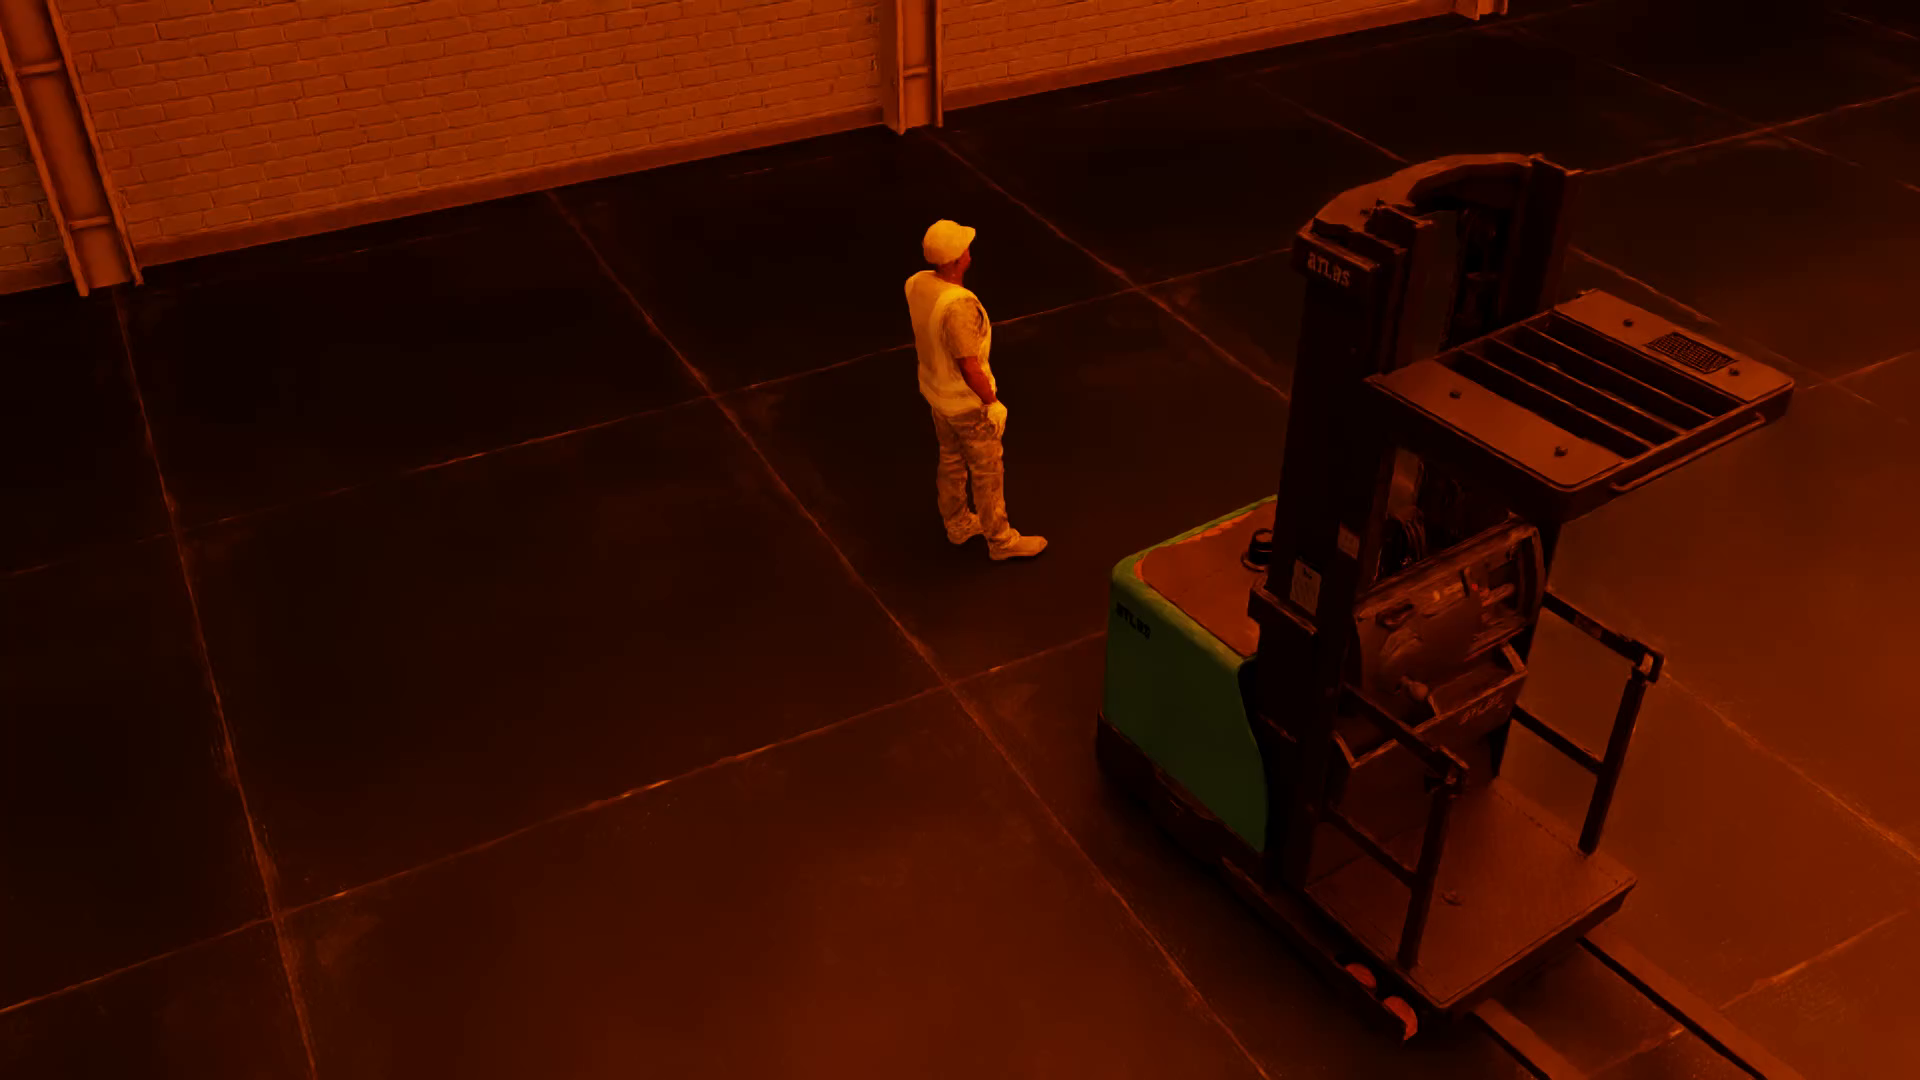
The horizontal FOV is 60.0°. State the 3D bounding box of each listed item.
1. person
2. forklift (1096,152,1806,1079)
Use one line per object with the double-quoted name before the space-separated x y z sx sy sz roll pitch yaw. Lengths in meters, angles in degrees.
"person" 0.067 -0.750 8.166 0.576 1.782 0.655 -17 39 -23
"forklift" 1.839 0.316 5.675 1.130 2.935 3.031 -22 41 -28
